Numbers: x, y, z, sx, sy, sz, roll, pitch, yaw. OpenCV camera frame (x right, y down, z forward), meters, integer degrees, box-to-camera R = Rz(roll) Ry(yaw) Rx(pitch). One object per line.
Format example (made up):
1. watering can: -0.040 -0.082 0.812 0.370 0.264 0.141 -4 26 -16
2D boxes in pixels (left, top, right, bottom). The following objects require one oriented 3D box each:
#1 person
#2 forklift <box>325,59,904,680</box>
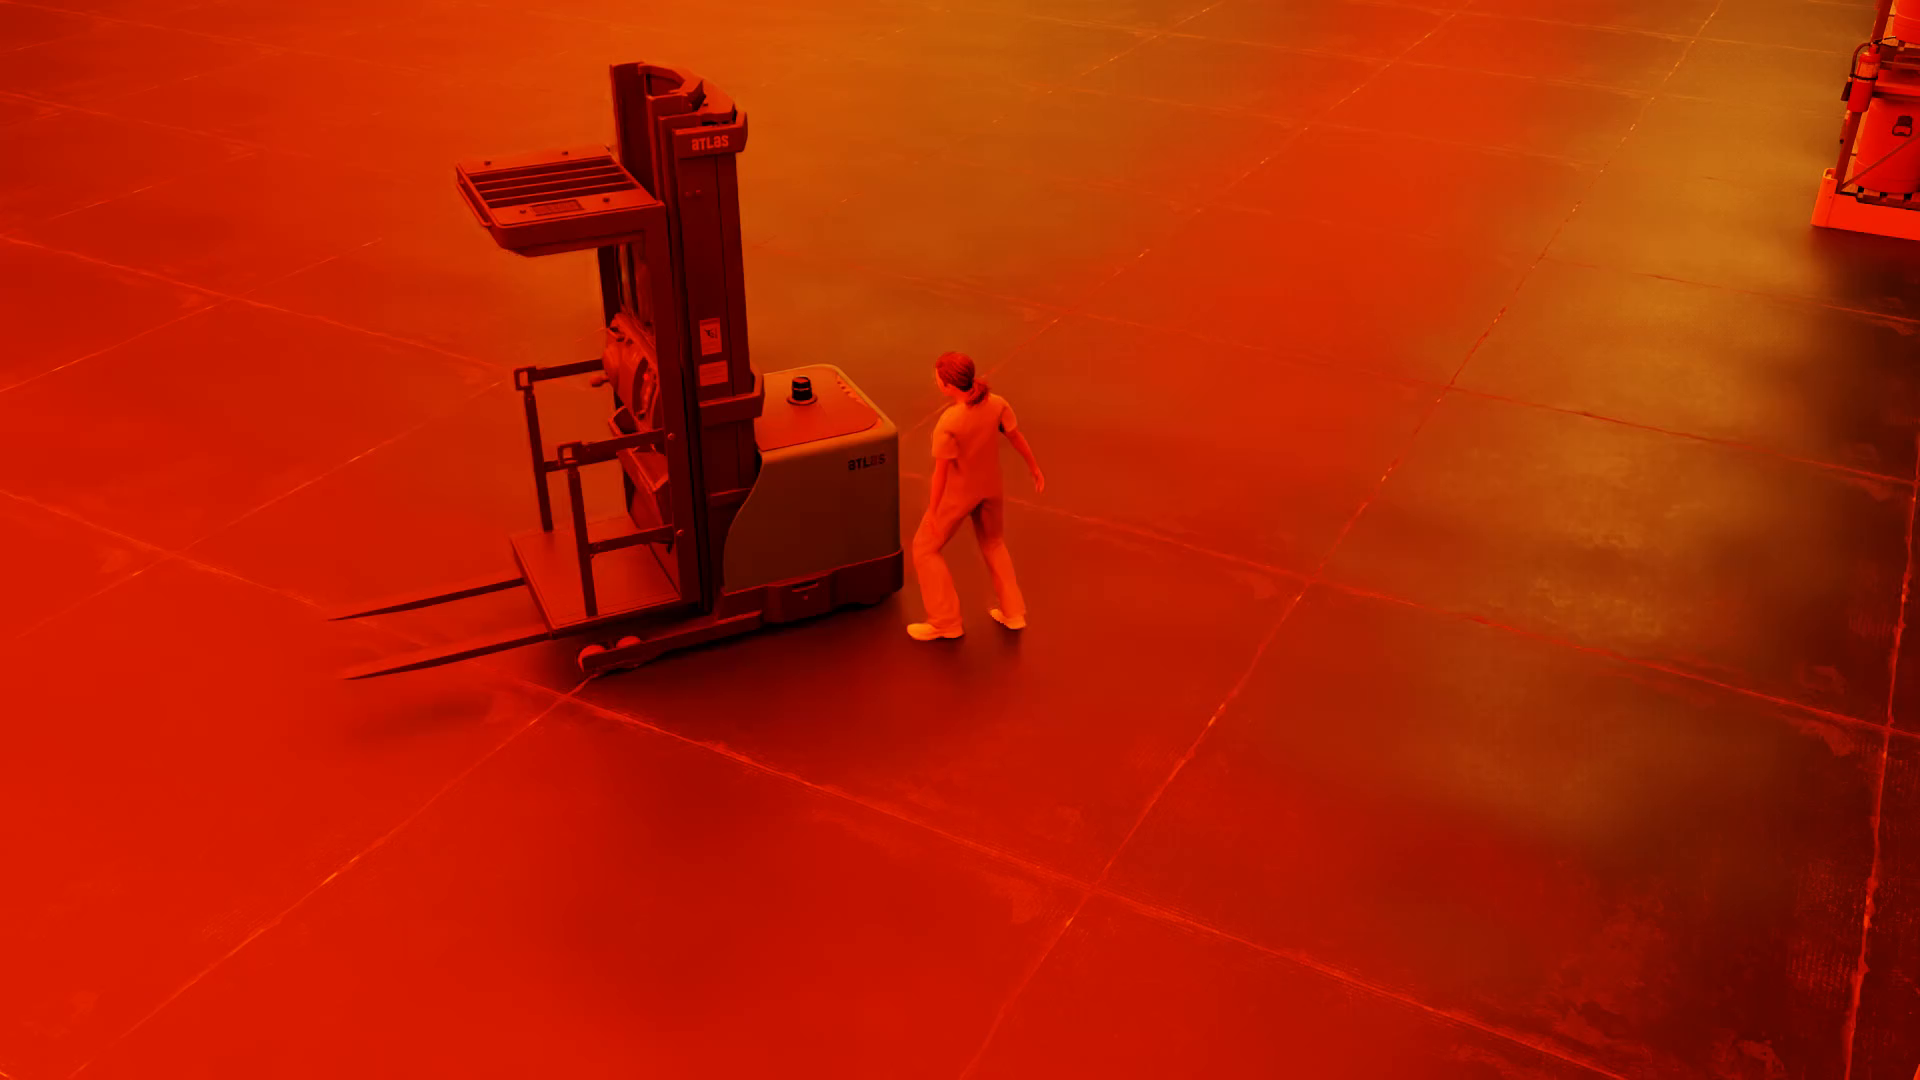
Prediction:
1. person: 0.102 -0.224 8.830 0.804 1.646 0.478 -18 35 -28
2. forklift: -1.877 -0.850 8.543 3.031 2.935 1.130 -13 33 -22
